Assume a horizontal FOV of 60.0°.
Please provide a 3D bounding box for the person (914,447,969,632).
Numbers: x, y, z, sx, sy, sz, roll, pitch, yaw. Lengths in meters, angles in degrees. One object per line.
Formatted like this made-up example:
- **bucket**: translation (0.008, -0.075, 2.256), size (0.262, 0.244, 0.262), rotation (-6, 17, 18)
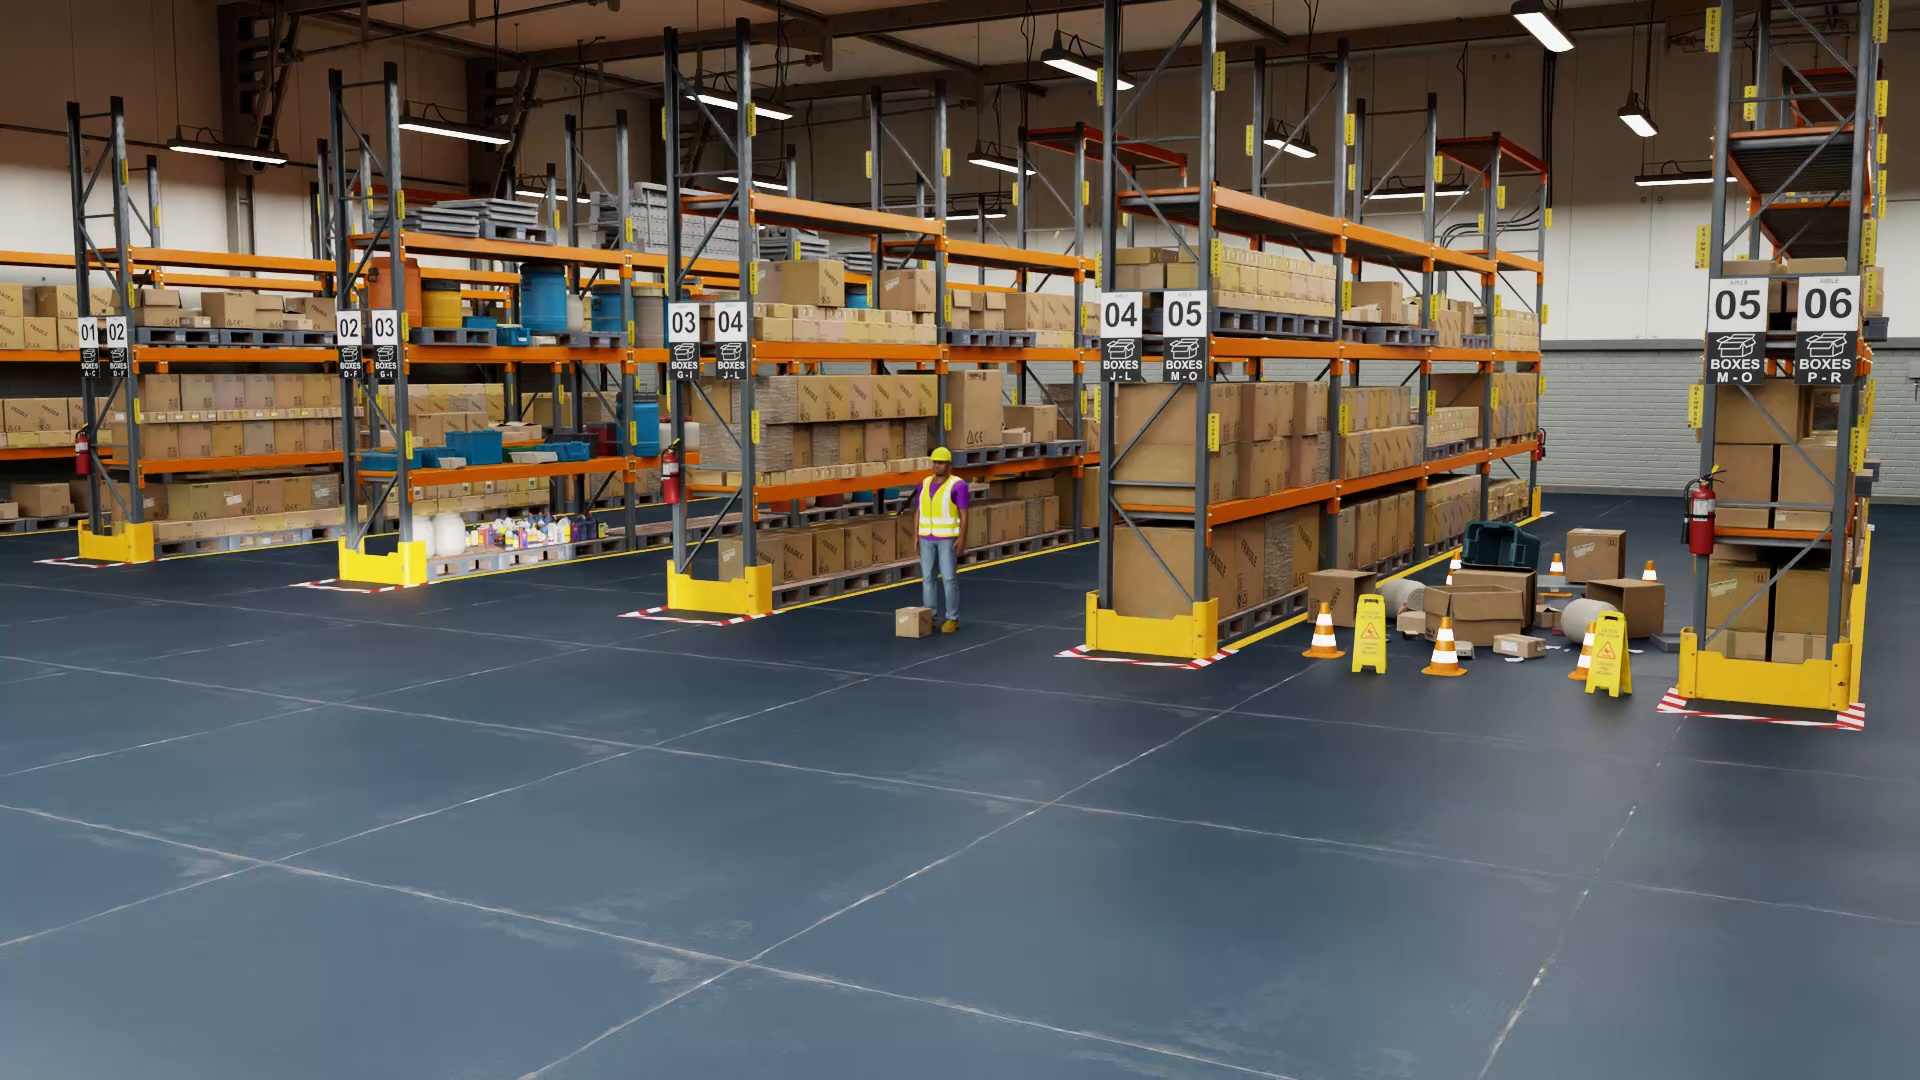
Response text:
- **person**: translation (-0.201, -0.012, 16.153), size (0.568, 1.773, 0.392), rotation (3, 7, 30)
